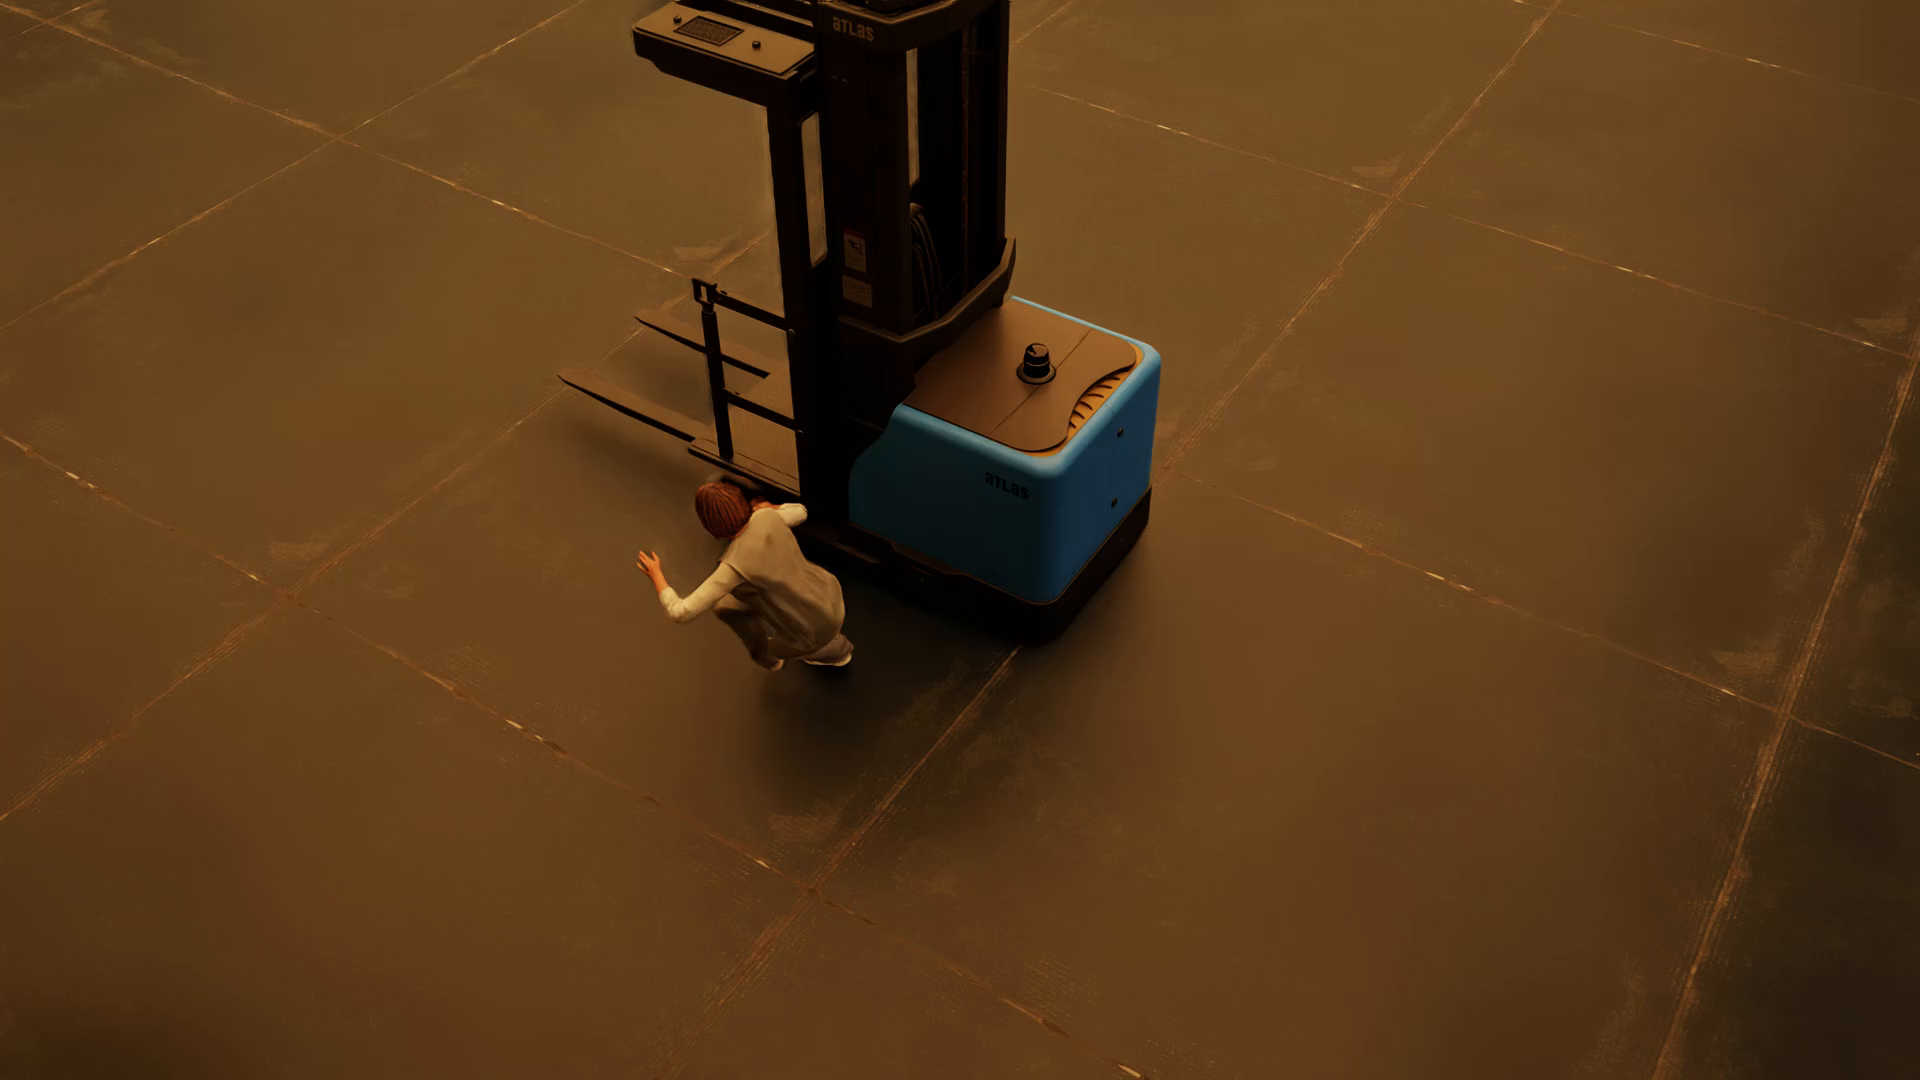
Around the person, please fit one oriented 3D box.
[{"bbox_3d":[-0.798,0.317,6.782,0.665,1.178,0.771,3,44,3],"label":"person"}]

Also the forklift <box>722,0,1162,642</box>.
[{"bbox_3d":[-0.616,-1.390,7.314,3.031,2.935,1.130,24,48,23],"label":"forklift"}]
